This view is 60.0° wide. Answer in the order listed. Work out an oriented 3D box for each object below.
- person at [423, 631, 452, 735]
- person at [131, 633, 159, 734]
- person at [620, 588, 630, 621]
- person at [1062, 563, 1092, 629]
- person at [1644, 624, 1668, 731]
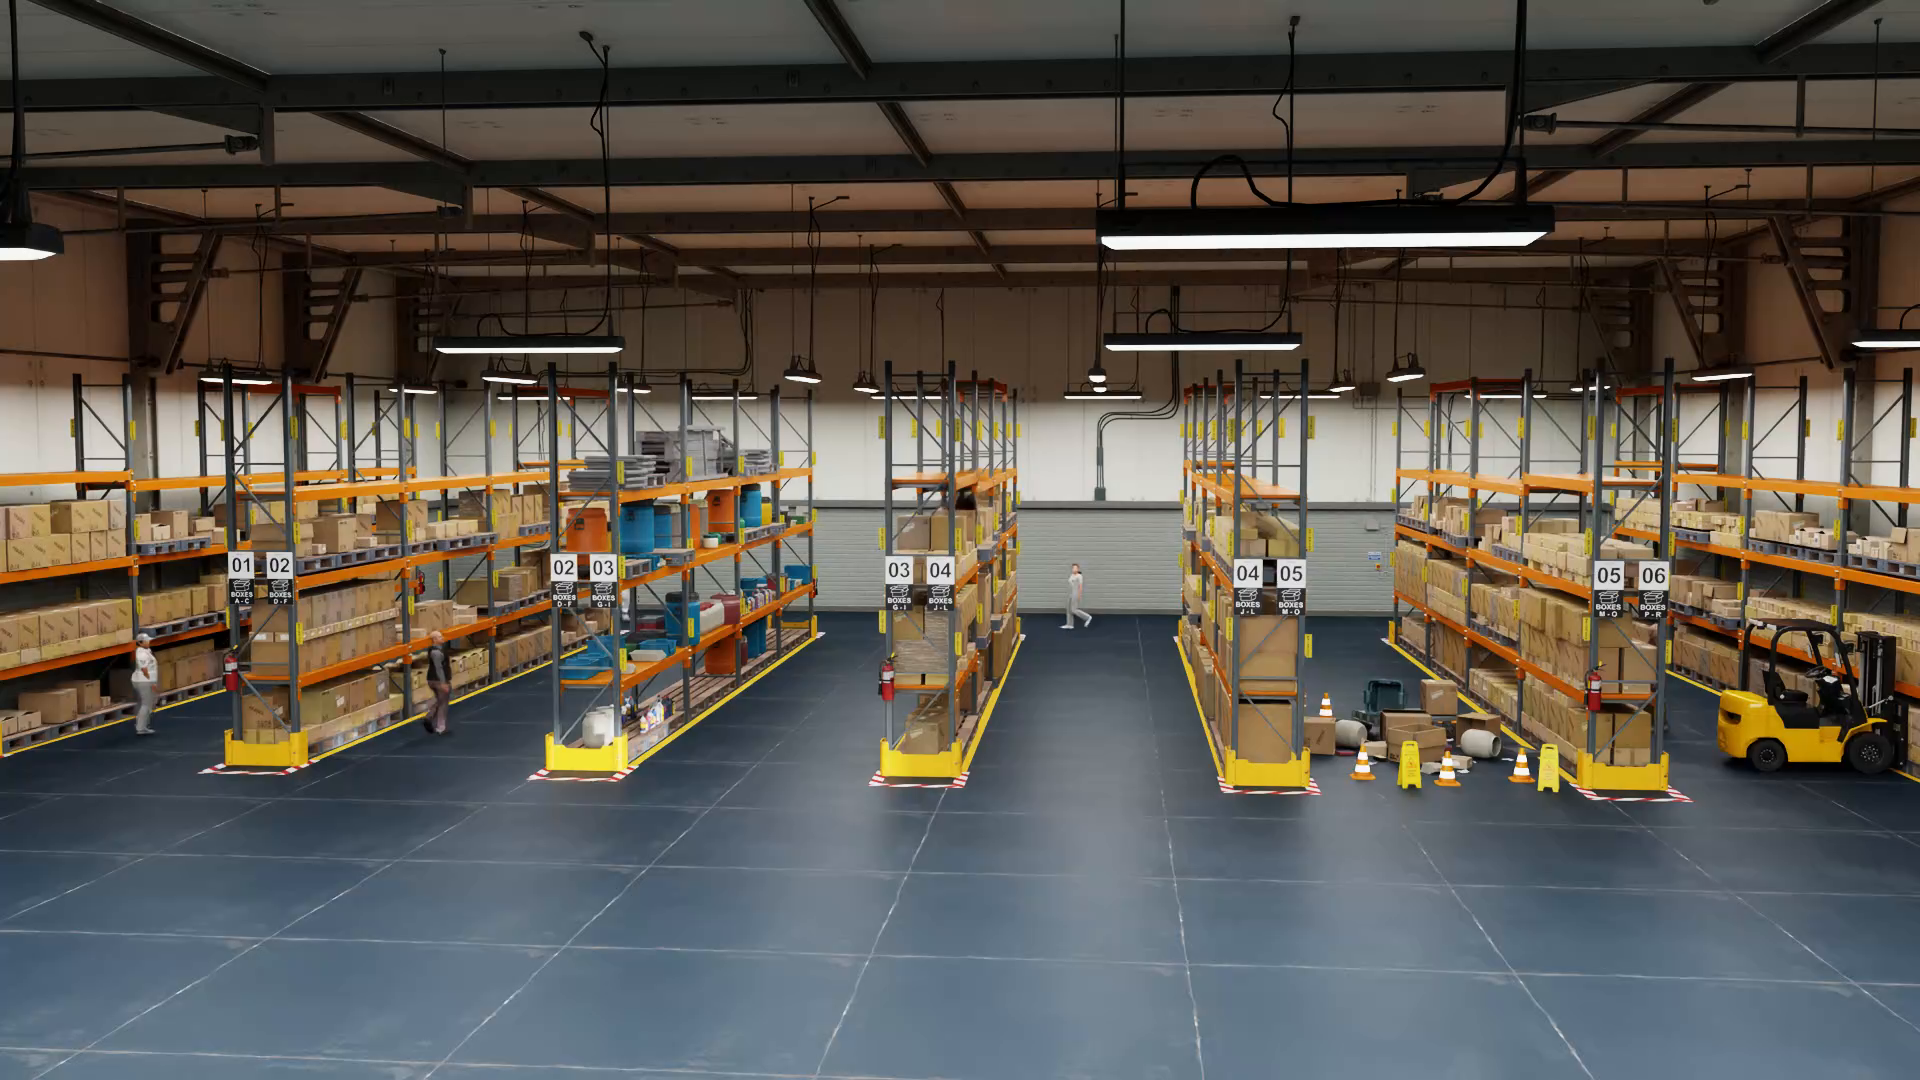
[{"bbox_3d":[-8.556,2.336,27.255,0.533,1.713,0.481,3,5,39],"label":"person"},{"bbox_3d":[-13.384,2.376,27.402,0.511,1.700,0.466,3,5,38],"label":"person"},{"bbox_3d":[-8.782,1.238,43.548,0.525,1.781,0.587,1,4,12],"label":"person"},{"bbox_3d":[2.929,1.414,41.870,0.734,1.652,0.440,-1,4,-9],"label":"person"},{"bbox_3d":[11.586,2.290,27.817,0.495,1.780,0.602,3,5,36],"label":"person"}]
